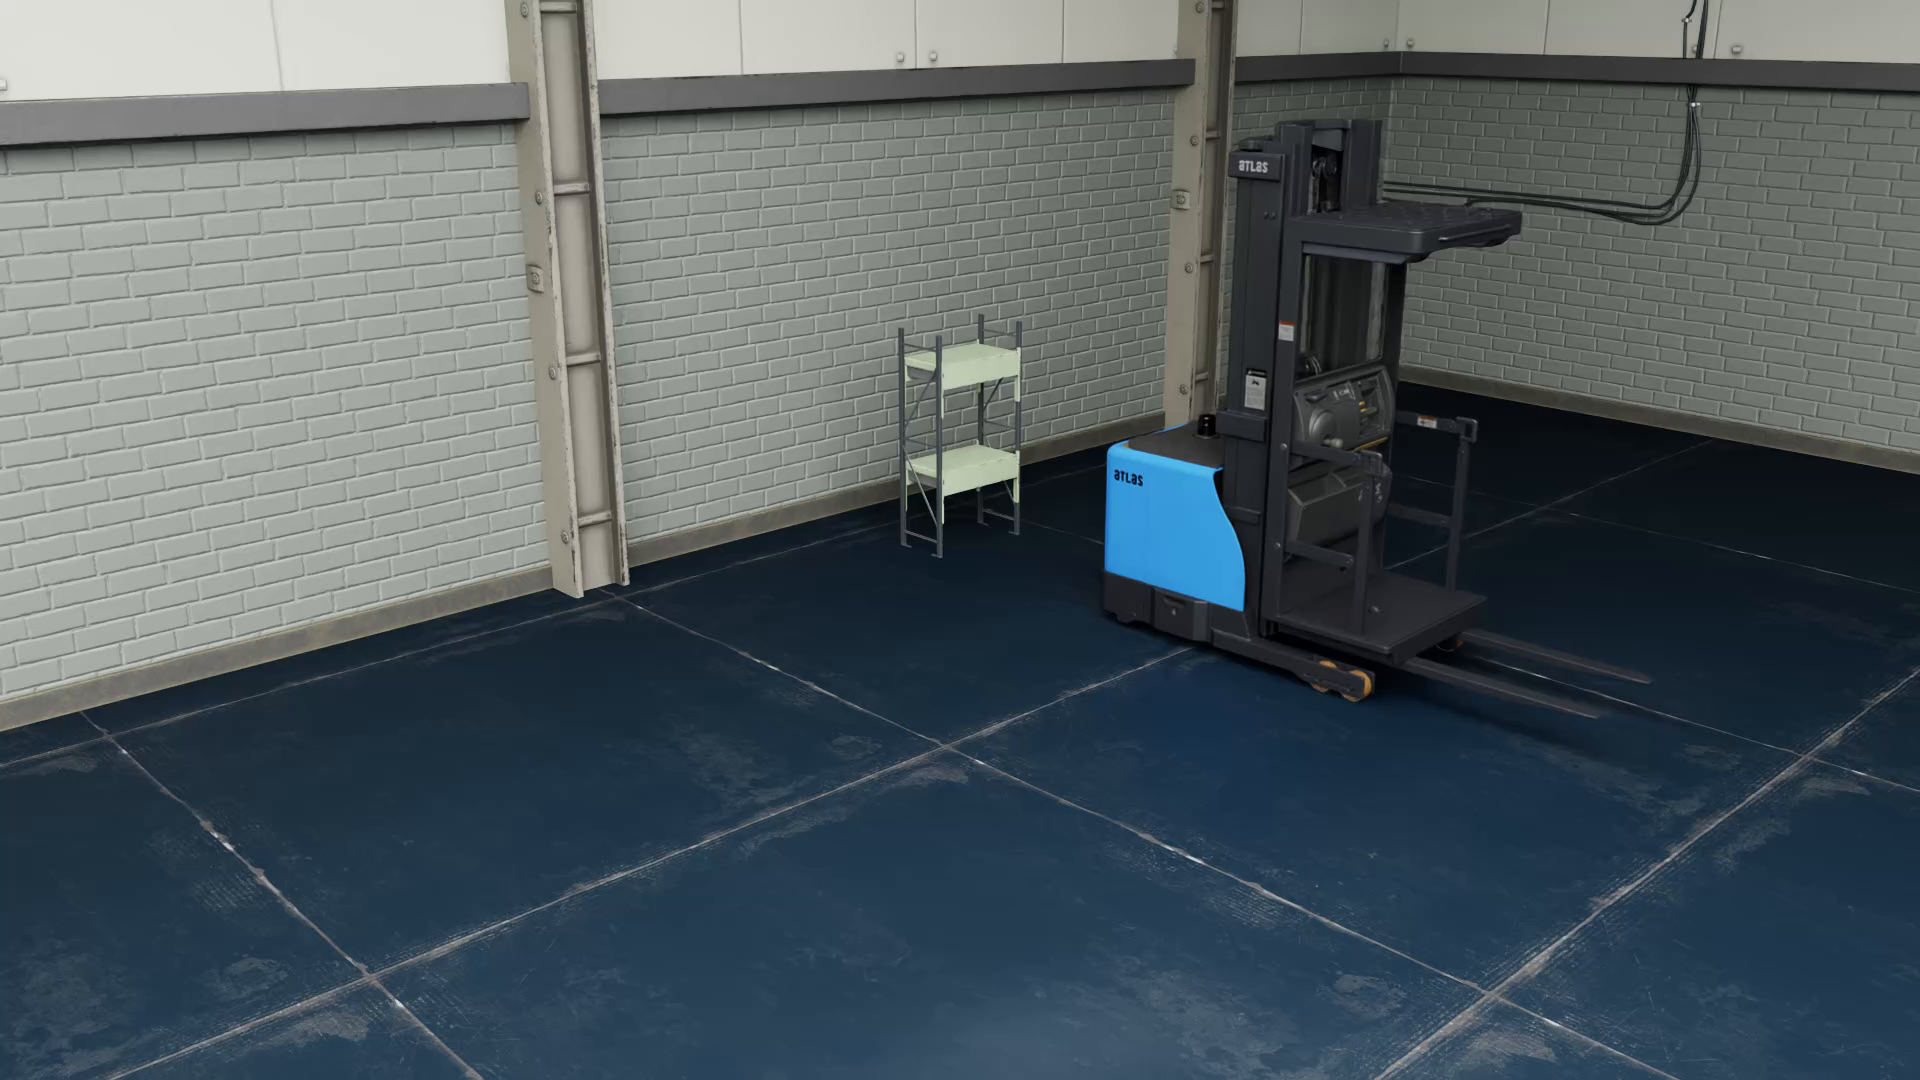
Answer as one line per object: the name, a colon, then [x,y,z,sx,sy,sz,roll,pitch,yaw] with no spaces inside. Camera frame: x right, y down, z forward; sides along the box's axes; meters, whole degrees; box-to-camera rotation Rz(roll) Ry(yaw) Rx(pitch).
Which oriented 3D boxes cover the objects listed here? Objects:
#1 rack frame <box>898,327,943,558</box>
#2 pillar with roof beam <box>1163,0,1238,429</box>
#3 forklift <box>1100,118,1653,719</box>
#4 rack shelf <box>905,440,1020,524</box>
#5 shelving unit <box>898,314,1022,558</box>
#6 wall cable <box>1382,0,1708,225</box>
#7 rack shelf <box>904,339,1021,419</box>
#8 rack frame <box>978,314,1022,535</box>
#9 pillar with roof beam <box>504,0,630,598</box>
rack frame: [-0.261,-0.637,11.019,0.023,1.500,0.400,-16,24,-41]
pillar with roof beam: [4.964,-4.300,10.156,0.400,9.000,9.100,-16,24,-41]
forklift: [2.250,-0.716,8.939,3.031,2.935,1.130,17,24,42]
rack shelf: [0.005,-0.405,11.358,0.720,0.370,0.431,-16,24,-41]
shelving unit: [0.005,-0.715,11.258,0.755,1.500,0.431,-16,24,-41]
wall cable: [5.056,-4.116,14.622,0.112,2.526,3.097,-16,24,-41]
rack shelf: [0.005,-1.086,11.137,0.720,0.370,0.431,-16,24,-41]
rack frame: [0.271,-0.792,11.497,0.023,1.500,0.400,-16,24,-41]
pillar with roof beam: [0.605,-3.029,6.235,0.400,9.000,9.100,-16,24,-41]
